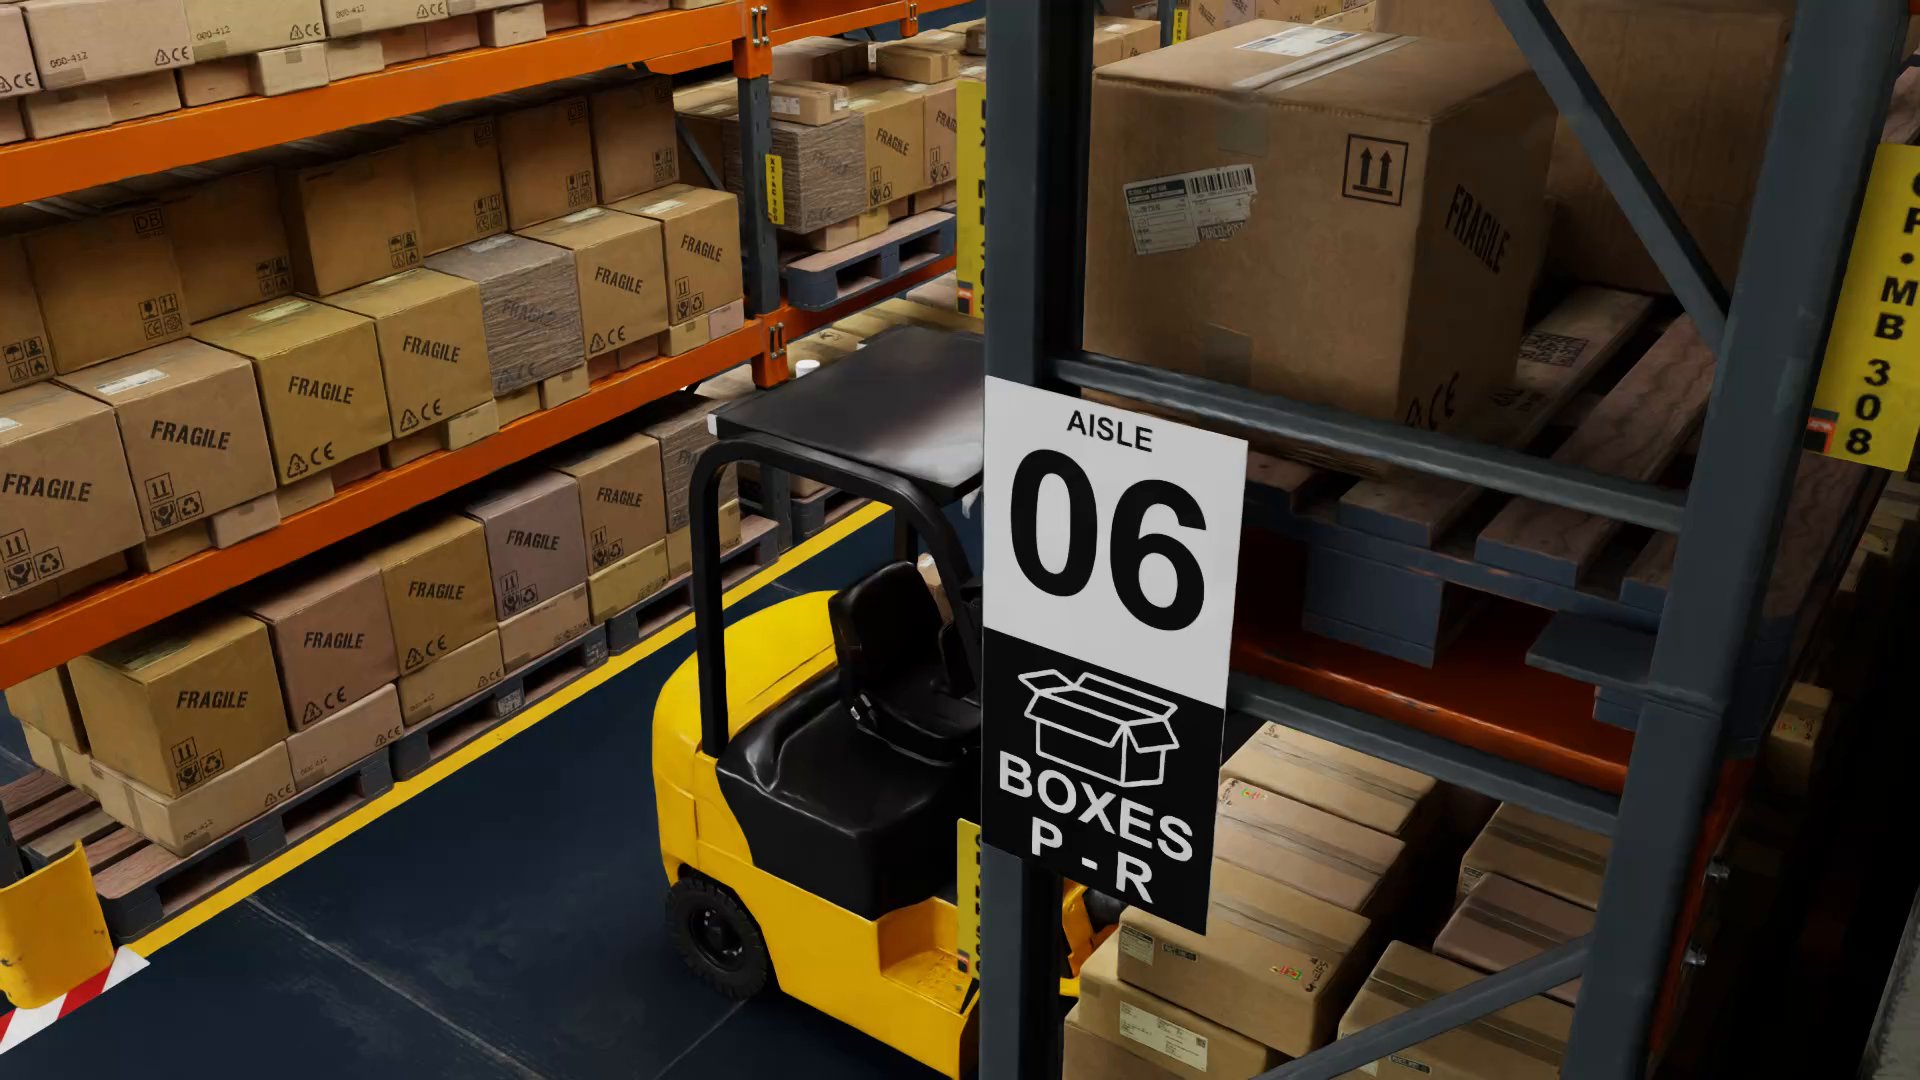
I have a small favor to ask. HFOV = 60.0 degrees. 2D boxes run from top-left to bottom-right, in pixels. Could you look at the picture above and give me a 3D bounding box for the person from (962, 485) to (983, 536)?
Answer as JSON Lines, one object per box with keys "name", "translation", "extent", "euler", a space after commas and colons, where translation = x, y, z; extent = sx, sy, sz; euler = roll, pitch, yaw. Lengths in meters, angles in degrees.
{"name": "person", "translation": [0.249, -0.270, 7.503], "extent": [0.512, 1.709, 0.351], "euler": [-24, 35, -38]}
